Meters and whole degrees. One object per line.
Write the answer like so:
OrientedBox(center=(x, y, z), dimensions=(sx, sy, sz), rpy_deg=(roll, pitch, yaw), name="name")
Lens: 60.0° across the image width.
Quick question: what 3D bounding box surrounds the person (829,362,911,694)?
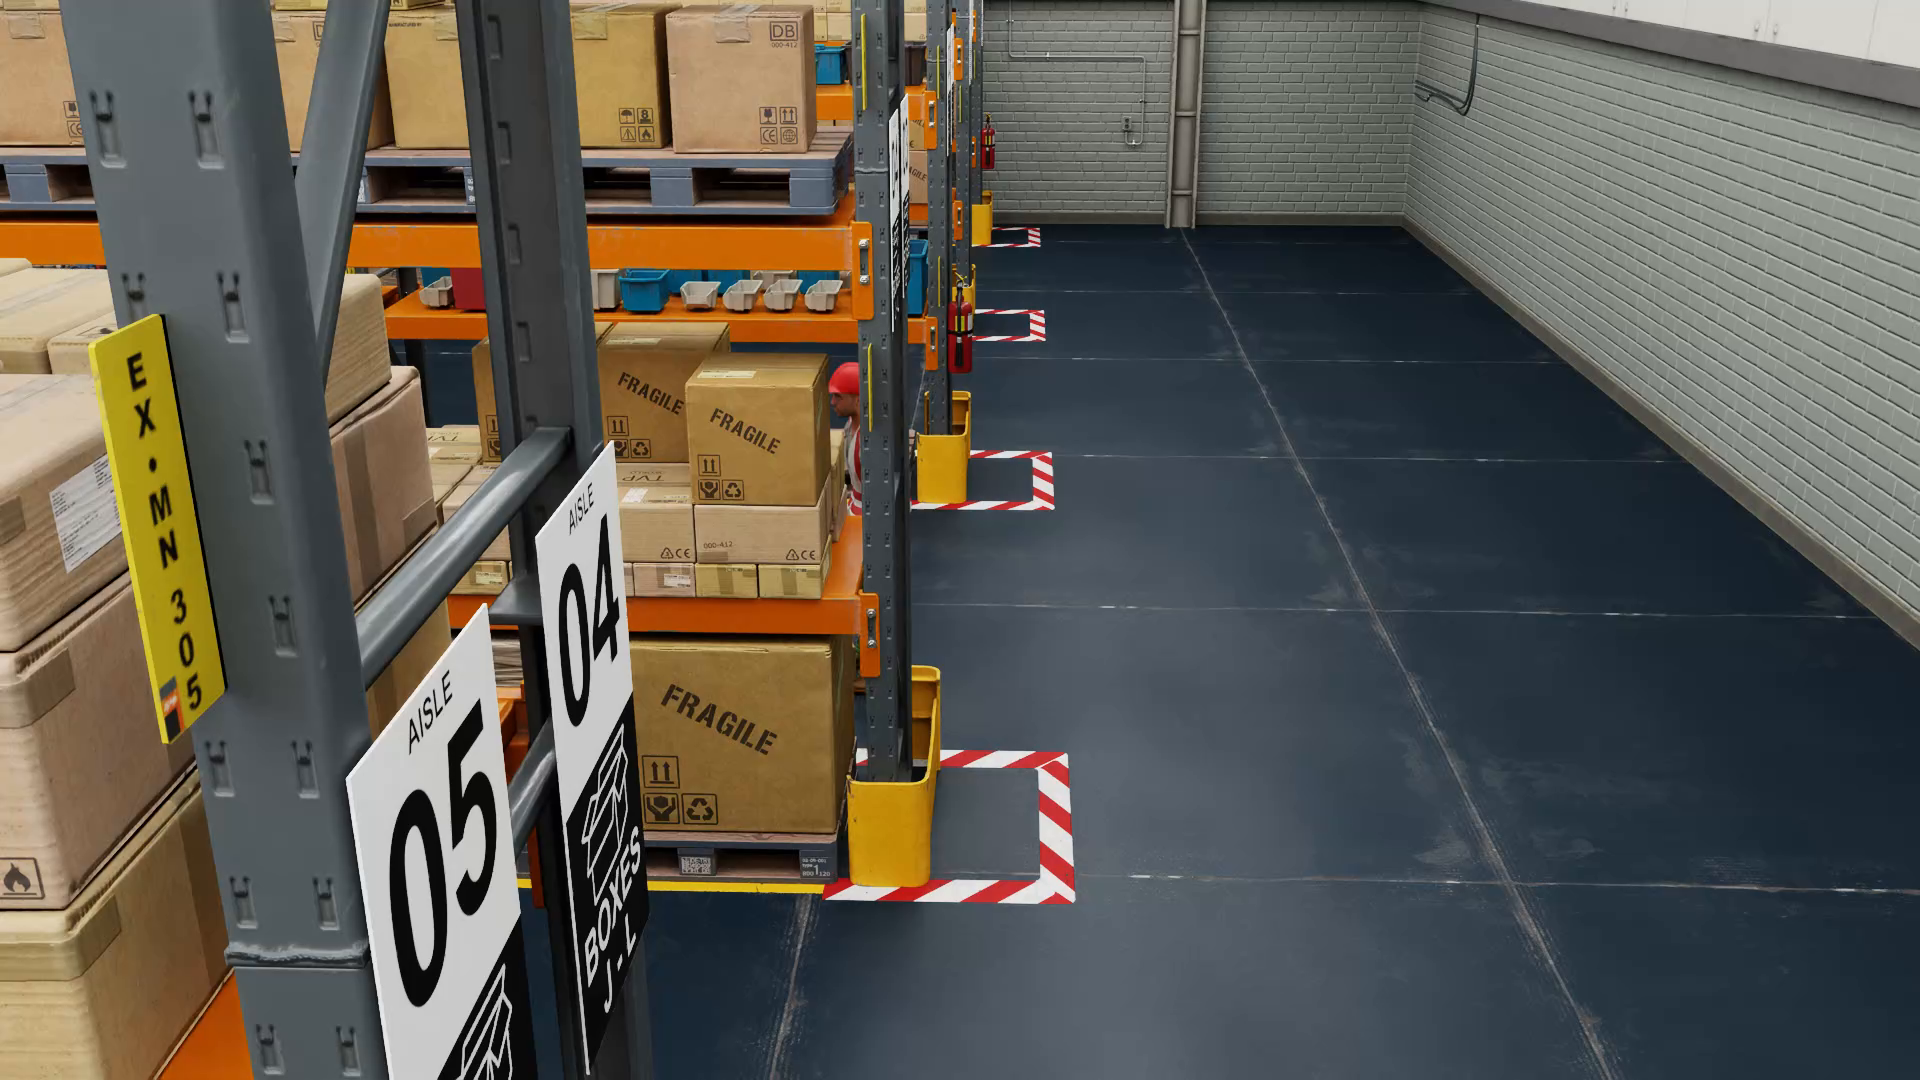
OrientedBox(center=(-0.495, -0.076, 8.759), dimensions=(0.448, 1.780, 0.608), rpy_deg=(-5, 21, -12), name="person")
